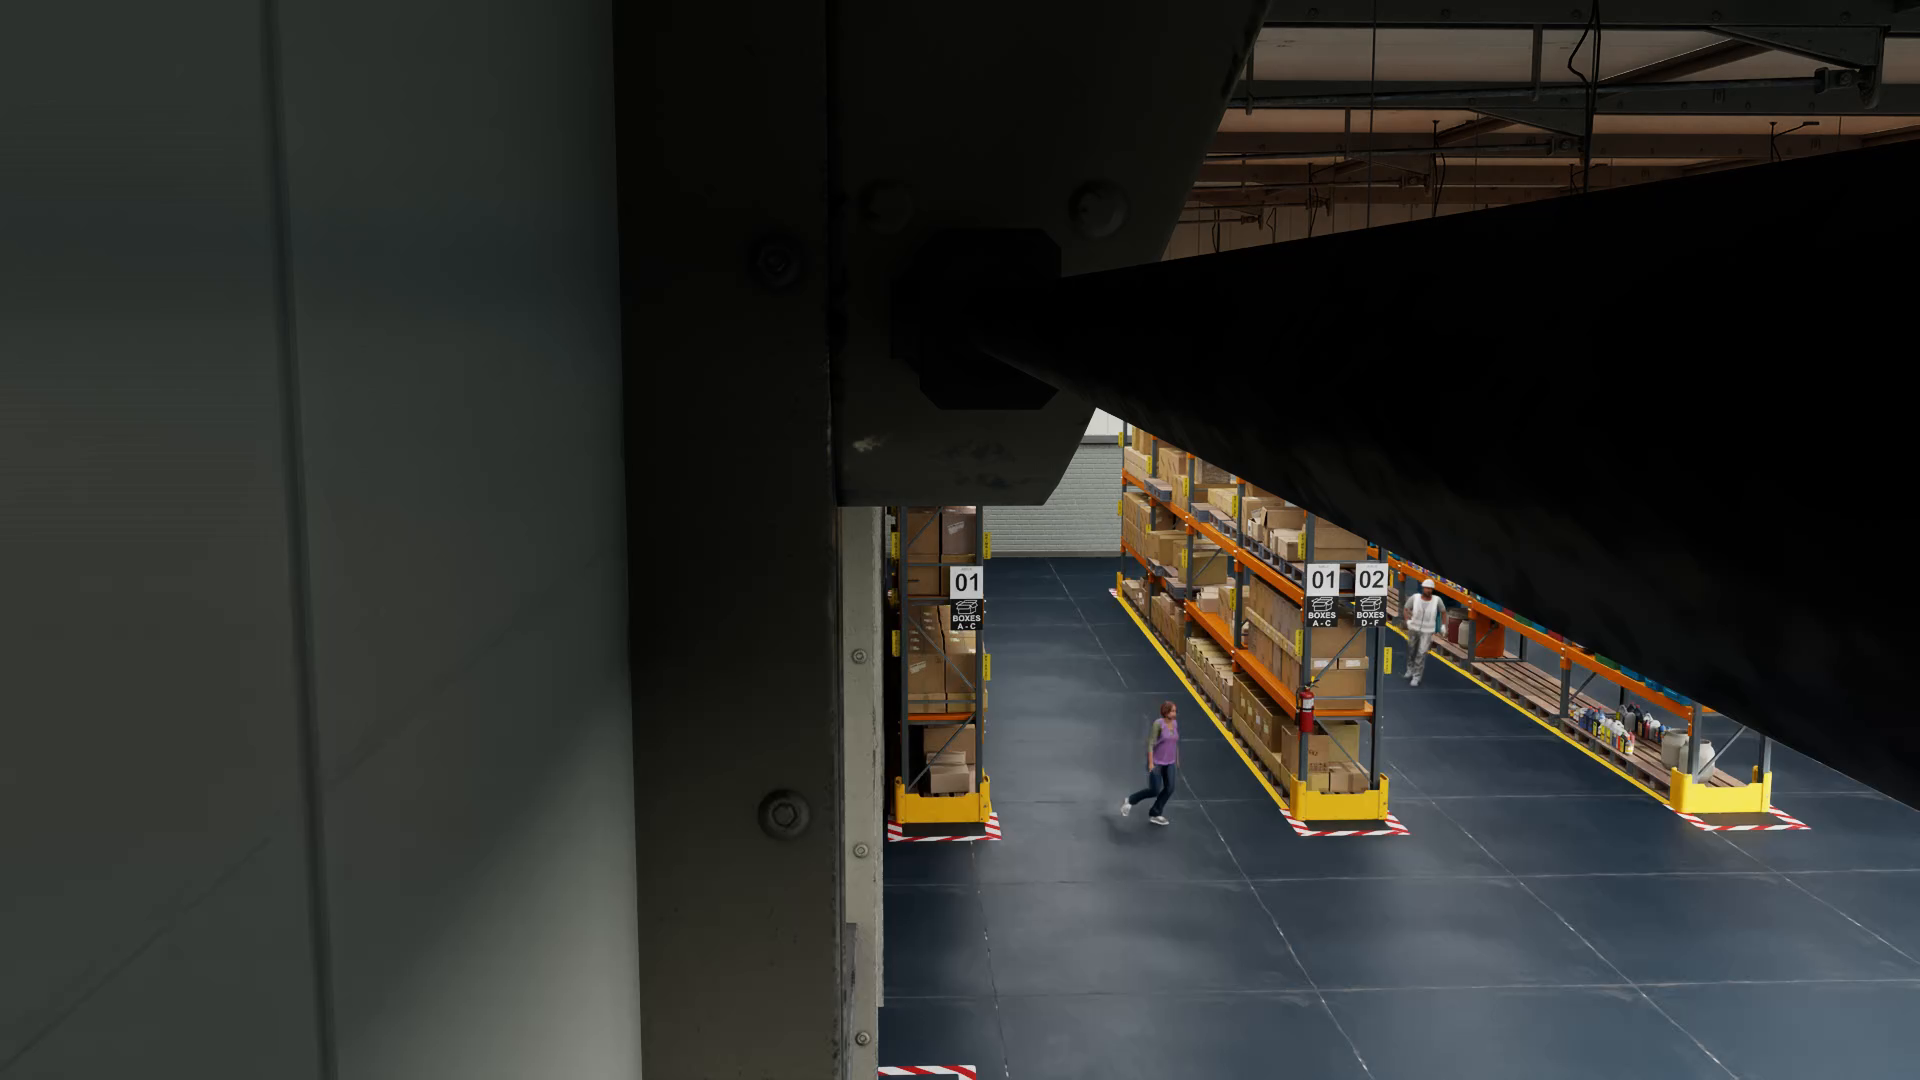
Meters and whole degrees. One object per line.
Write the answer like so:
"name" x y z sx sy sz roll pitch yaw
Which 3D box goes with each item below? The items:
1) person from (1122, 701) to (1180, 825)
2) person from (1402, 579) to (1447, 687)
"person" 2.357 2.713 20.350 0.671 1.535 0.502 -6 10 -36
"person" 7.735 1.520 27.761 0.723 1.762 0.939 4 9 24
